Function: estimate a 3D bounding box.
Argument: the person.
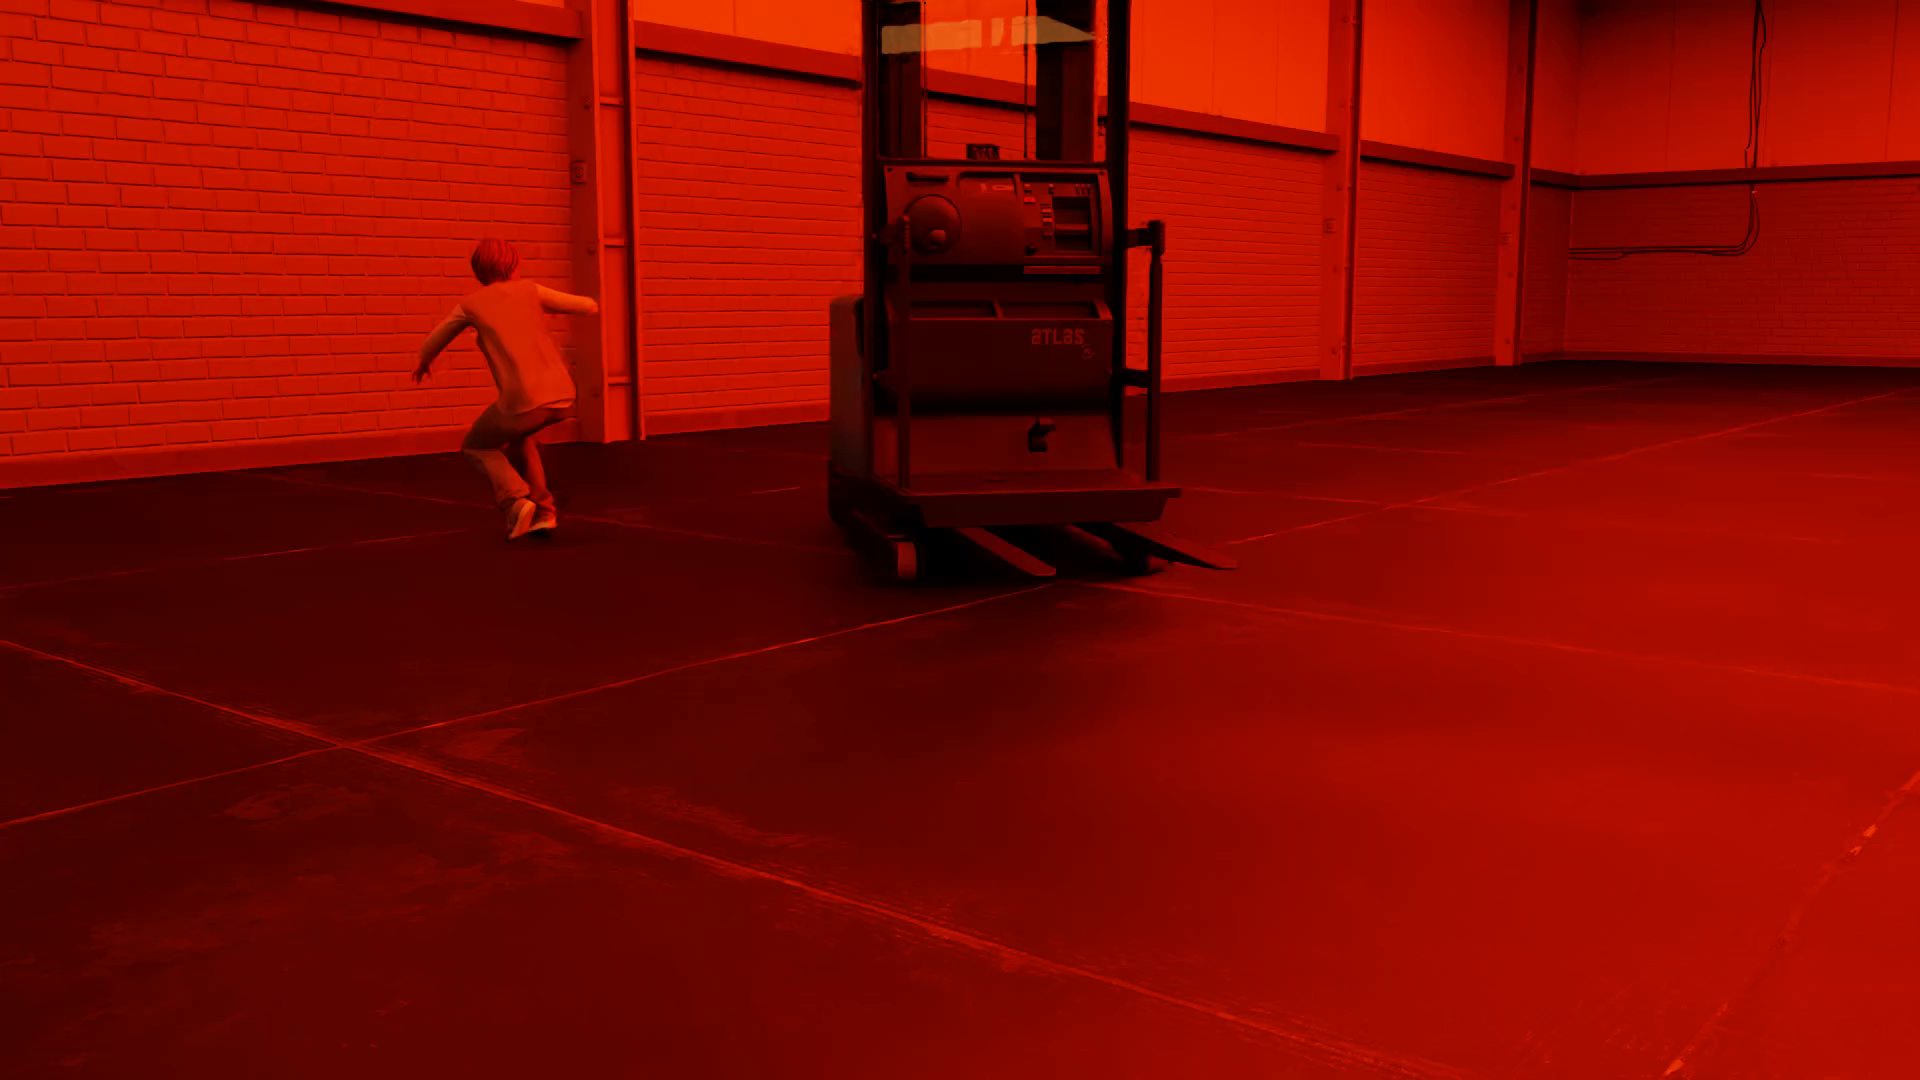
[{"bbox_3d":[-2.021,-0.675,7.456,0.680,1.326,0.882,-7,11,-40],"label":"person"}]

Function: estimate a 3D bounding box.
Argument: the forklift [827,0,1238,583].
[{"bbox_3d":[0.208,-1.345,6.473,1.130,2.935,3.031,-2,9,-13],"label":"forklift"}]
